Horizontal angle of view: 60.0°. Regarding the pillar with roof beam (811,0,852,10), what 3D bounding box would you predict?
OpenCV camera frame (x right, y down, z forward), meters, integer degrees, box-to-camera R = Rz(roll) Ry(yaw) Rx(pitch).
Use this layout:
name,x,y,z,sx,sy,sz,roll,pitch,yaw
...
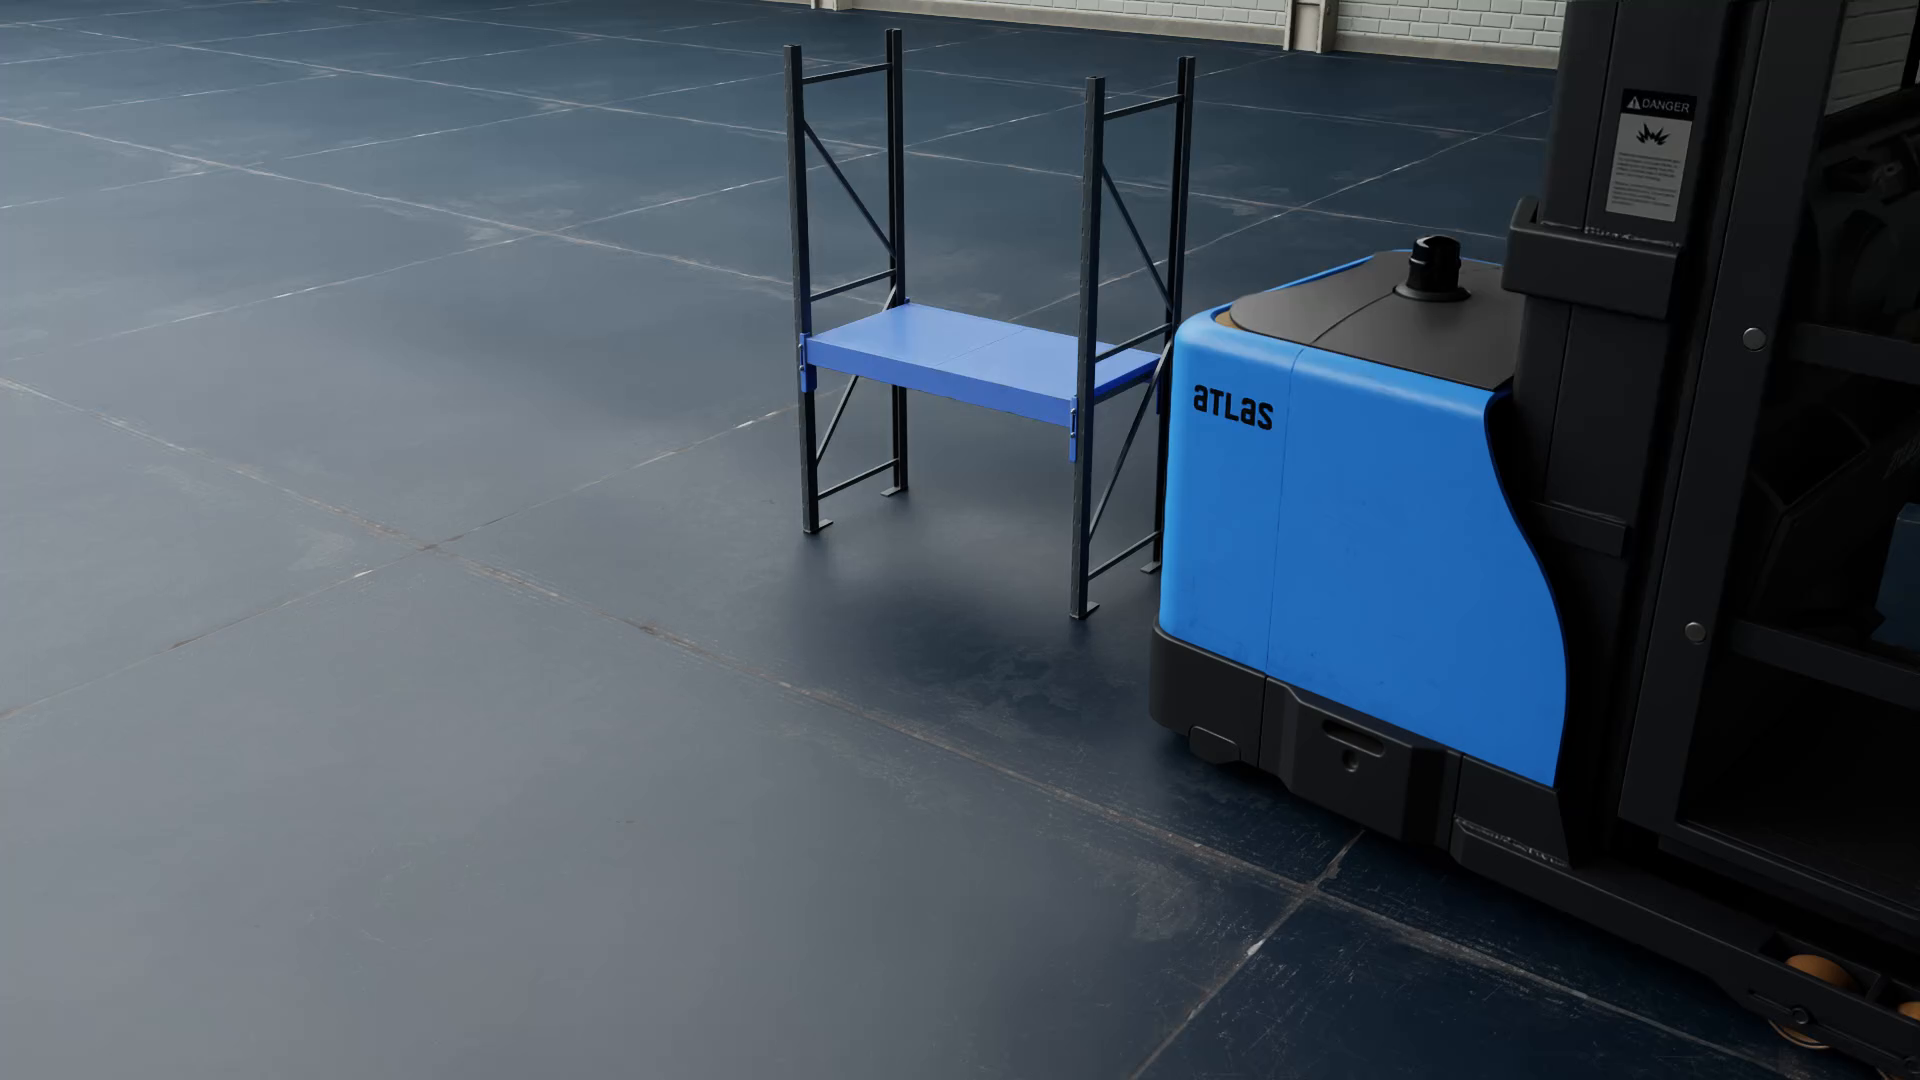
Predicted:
name,x,y,z,sx,sy,sz,roll,pitch,yaw
pillar with roof beam,-4.051,-8.858,14.194,0.400,9.000,9.100,17,29,33

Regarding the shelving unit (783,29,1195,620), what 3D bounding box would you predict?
name,x,y,z,sx,sy,sz,roll,pitch,yaw
shelving unit,0.068,-0.666,4.901,1.048,1.500,0.538,17,29,33

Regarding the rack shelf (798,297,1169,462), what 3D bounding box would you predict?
name,x,y,z,sx,sy,sz,roll,pitch,yaw
rack shelf,0.068,-0.501,4.973,1.000,0.185,0.538,17,29,33

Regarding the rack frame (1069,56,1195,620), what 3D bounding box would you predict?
name,x,y,z,sx,sy,sz,roll,pitch,yaw
rack frame,0.475,-0.543,4.622,0.032,1.500,0.500,17,29,33

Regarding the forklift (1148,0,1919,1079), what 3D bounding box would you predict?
name,x,y,z,sx,sy,sz,roll,pitch,yaw
forklift,1.874,-0.578,2.926,3.031,2.935,1.130,21,32,40

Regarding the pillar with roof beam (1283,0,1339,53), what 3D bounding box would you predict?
name,x,y,z,sx,sy,sz,roll,pitch,yaw
pillar with roof beam,0.750,-7.407,10.901,0.400,9.000,9.100,17,29,33

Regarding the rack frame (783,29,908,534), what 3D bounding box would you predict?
name,x,y,z,sx,sy,sz,roll,pitch,yaw
rack frame,-0.339,-0.789,5.180,0.032,1.500,0.500,17,29,33
